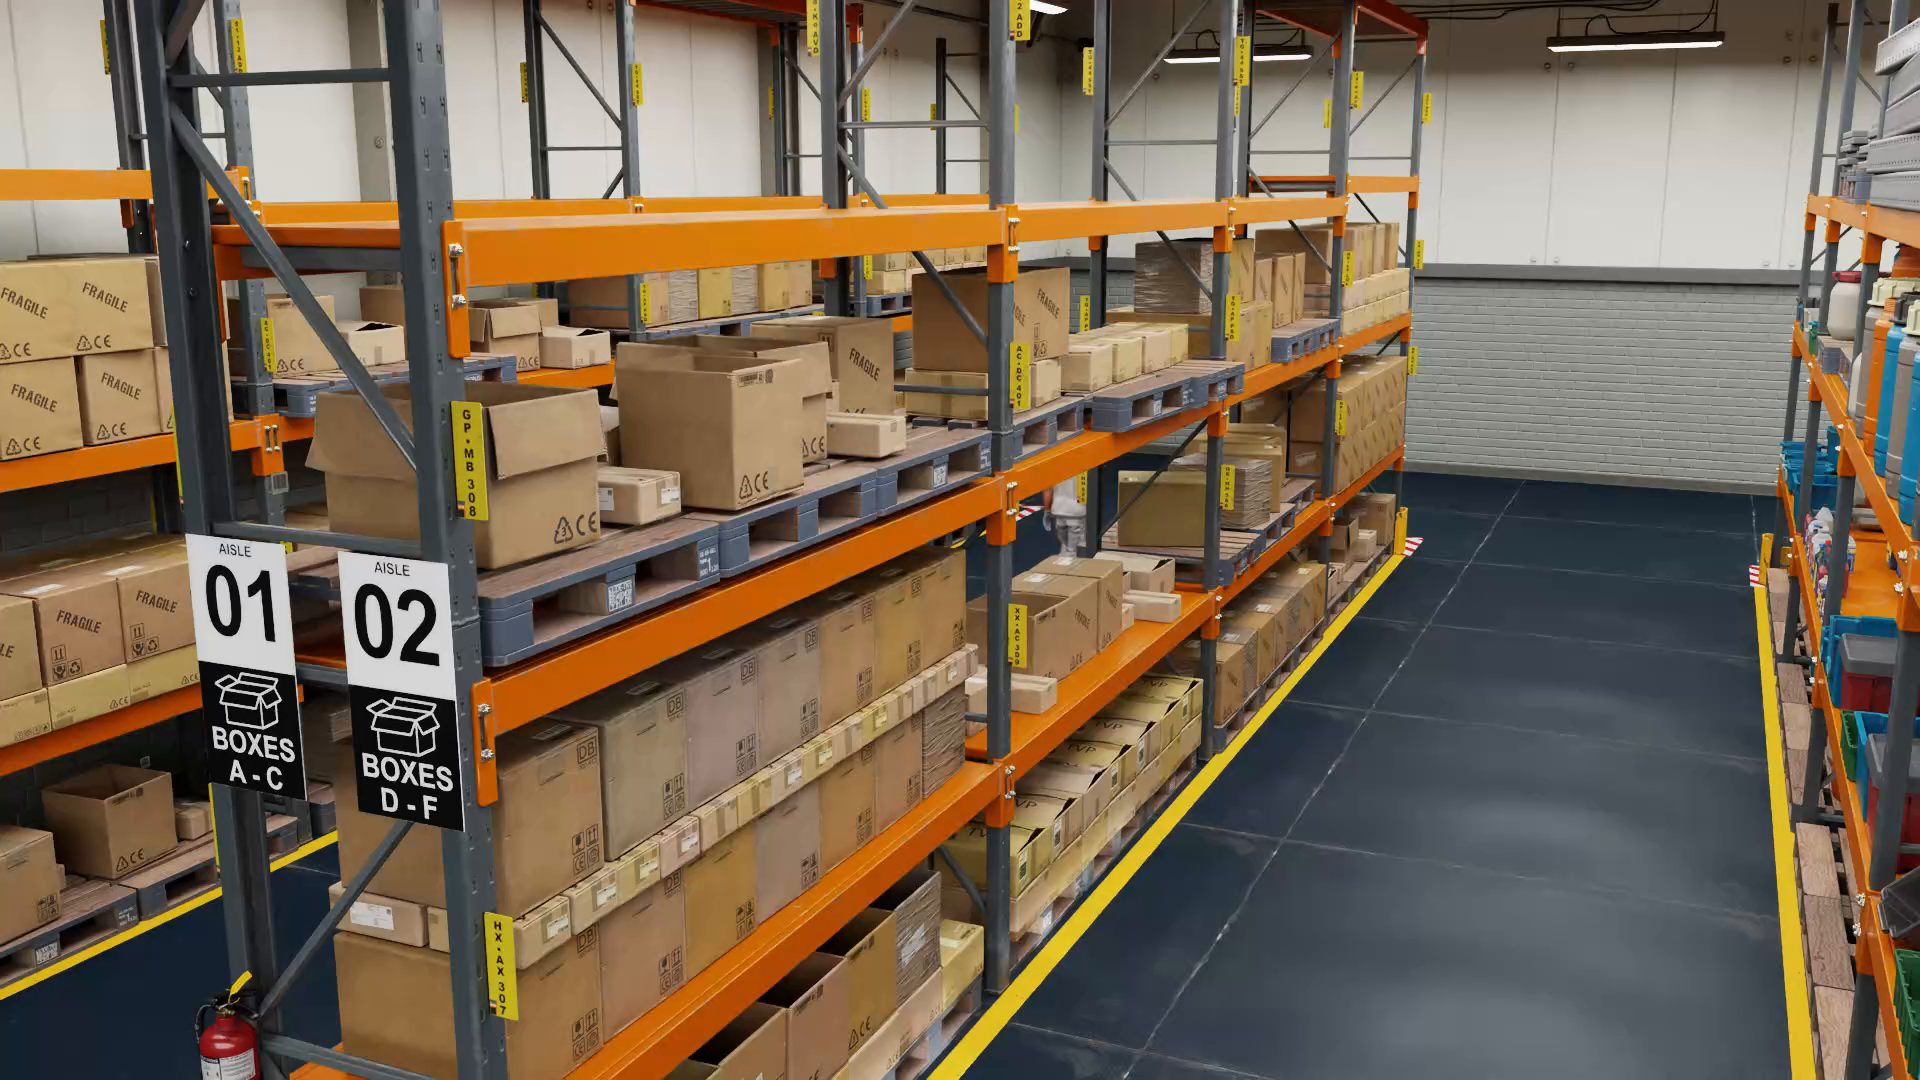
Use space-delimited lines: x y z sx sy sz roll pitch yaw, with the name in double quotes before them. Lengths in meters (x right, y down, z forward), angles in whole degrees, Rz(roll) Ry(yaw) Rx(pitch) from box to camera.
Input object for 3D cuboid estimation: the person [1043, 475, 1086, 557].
"person" 1.145 -0.222 16.945 0.536 1.837 0.518 8 14 33
